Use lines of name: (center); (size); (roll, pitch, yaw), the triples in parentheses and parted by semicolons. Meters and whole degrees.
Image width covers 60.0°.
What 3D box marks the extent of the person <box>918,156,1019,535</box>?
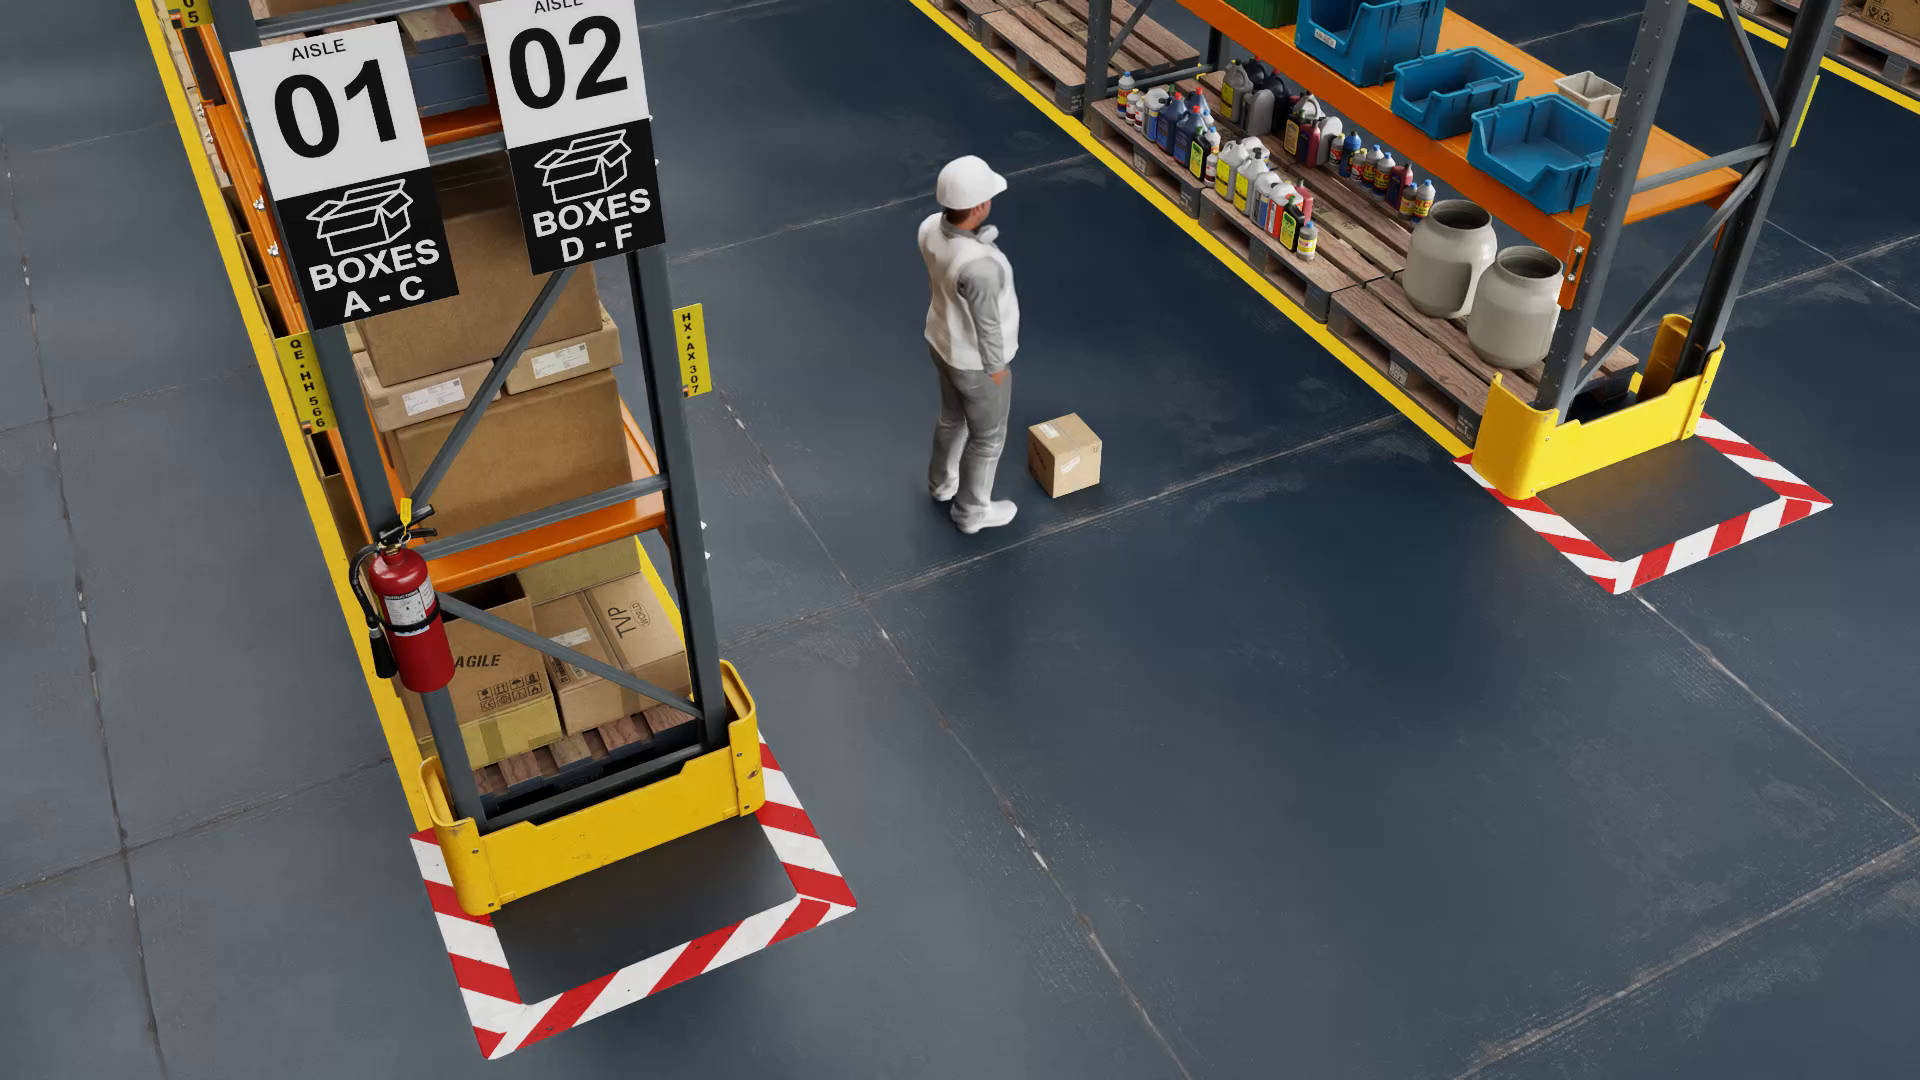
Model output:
person: (0.046, -0.832, 7.103); (0.359, 1.773, 0.532); (-18, 44, -19)
